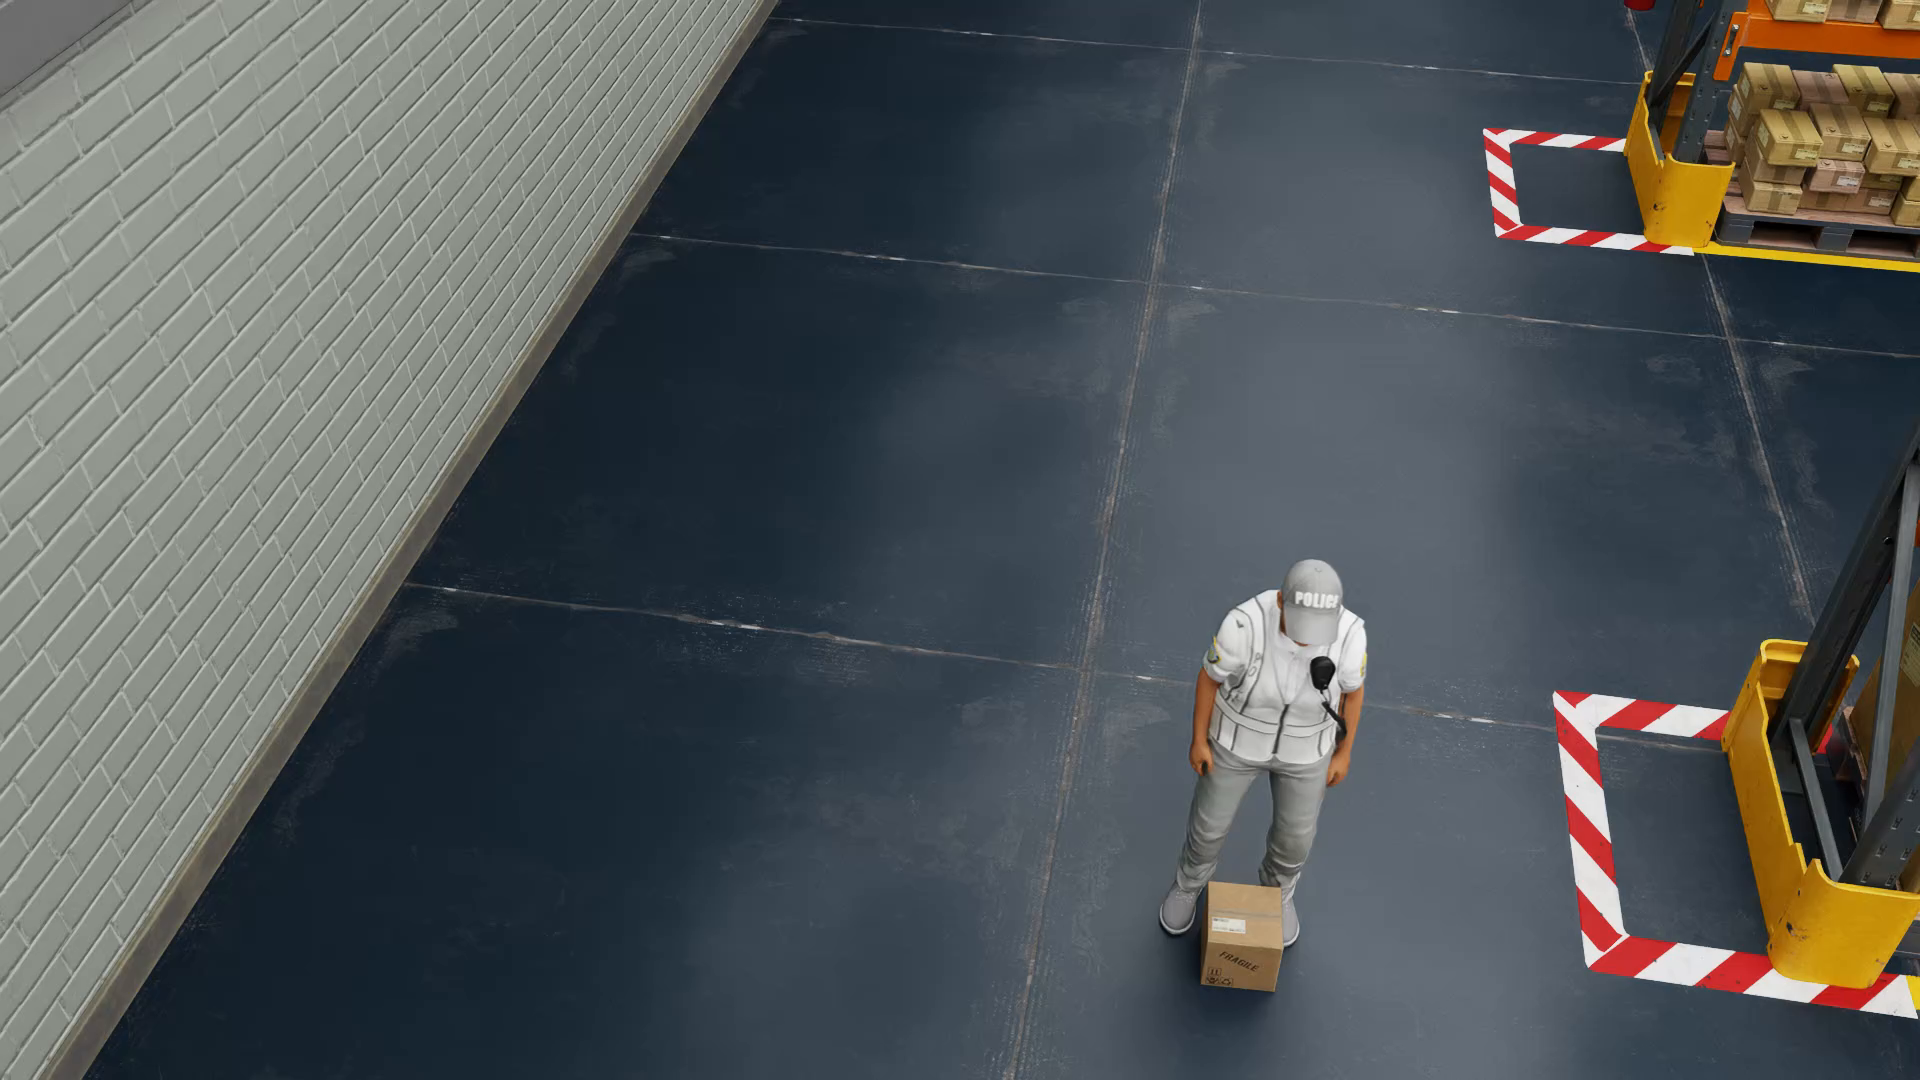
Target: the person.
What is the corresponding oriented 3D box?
[{"bbox_3d":[0.991,0.673,5.374,0.558,1.665,0.468,4,41,5],"label":"person"}]
